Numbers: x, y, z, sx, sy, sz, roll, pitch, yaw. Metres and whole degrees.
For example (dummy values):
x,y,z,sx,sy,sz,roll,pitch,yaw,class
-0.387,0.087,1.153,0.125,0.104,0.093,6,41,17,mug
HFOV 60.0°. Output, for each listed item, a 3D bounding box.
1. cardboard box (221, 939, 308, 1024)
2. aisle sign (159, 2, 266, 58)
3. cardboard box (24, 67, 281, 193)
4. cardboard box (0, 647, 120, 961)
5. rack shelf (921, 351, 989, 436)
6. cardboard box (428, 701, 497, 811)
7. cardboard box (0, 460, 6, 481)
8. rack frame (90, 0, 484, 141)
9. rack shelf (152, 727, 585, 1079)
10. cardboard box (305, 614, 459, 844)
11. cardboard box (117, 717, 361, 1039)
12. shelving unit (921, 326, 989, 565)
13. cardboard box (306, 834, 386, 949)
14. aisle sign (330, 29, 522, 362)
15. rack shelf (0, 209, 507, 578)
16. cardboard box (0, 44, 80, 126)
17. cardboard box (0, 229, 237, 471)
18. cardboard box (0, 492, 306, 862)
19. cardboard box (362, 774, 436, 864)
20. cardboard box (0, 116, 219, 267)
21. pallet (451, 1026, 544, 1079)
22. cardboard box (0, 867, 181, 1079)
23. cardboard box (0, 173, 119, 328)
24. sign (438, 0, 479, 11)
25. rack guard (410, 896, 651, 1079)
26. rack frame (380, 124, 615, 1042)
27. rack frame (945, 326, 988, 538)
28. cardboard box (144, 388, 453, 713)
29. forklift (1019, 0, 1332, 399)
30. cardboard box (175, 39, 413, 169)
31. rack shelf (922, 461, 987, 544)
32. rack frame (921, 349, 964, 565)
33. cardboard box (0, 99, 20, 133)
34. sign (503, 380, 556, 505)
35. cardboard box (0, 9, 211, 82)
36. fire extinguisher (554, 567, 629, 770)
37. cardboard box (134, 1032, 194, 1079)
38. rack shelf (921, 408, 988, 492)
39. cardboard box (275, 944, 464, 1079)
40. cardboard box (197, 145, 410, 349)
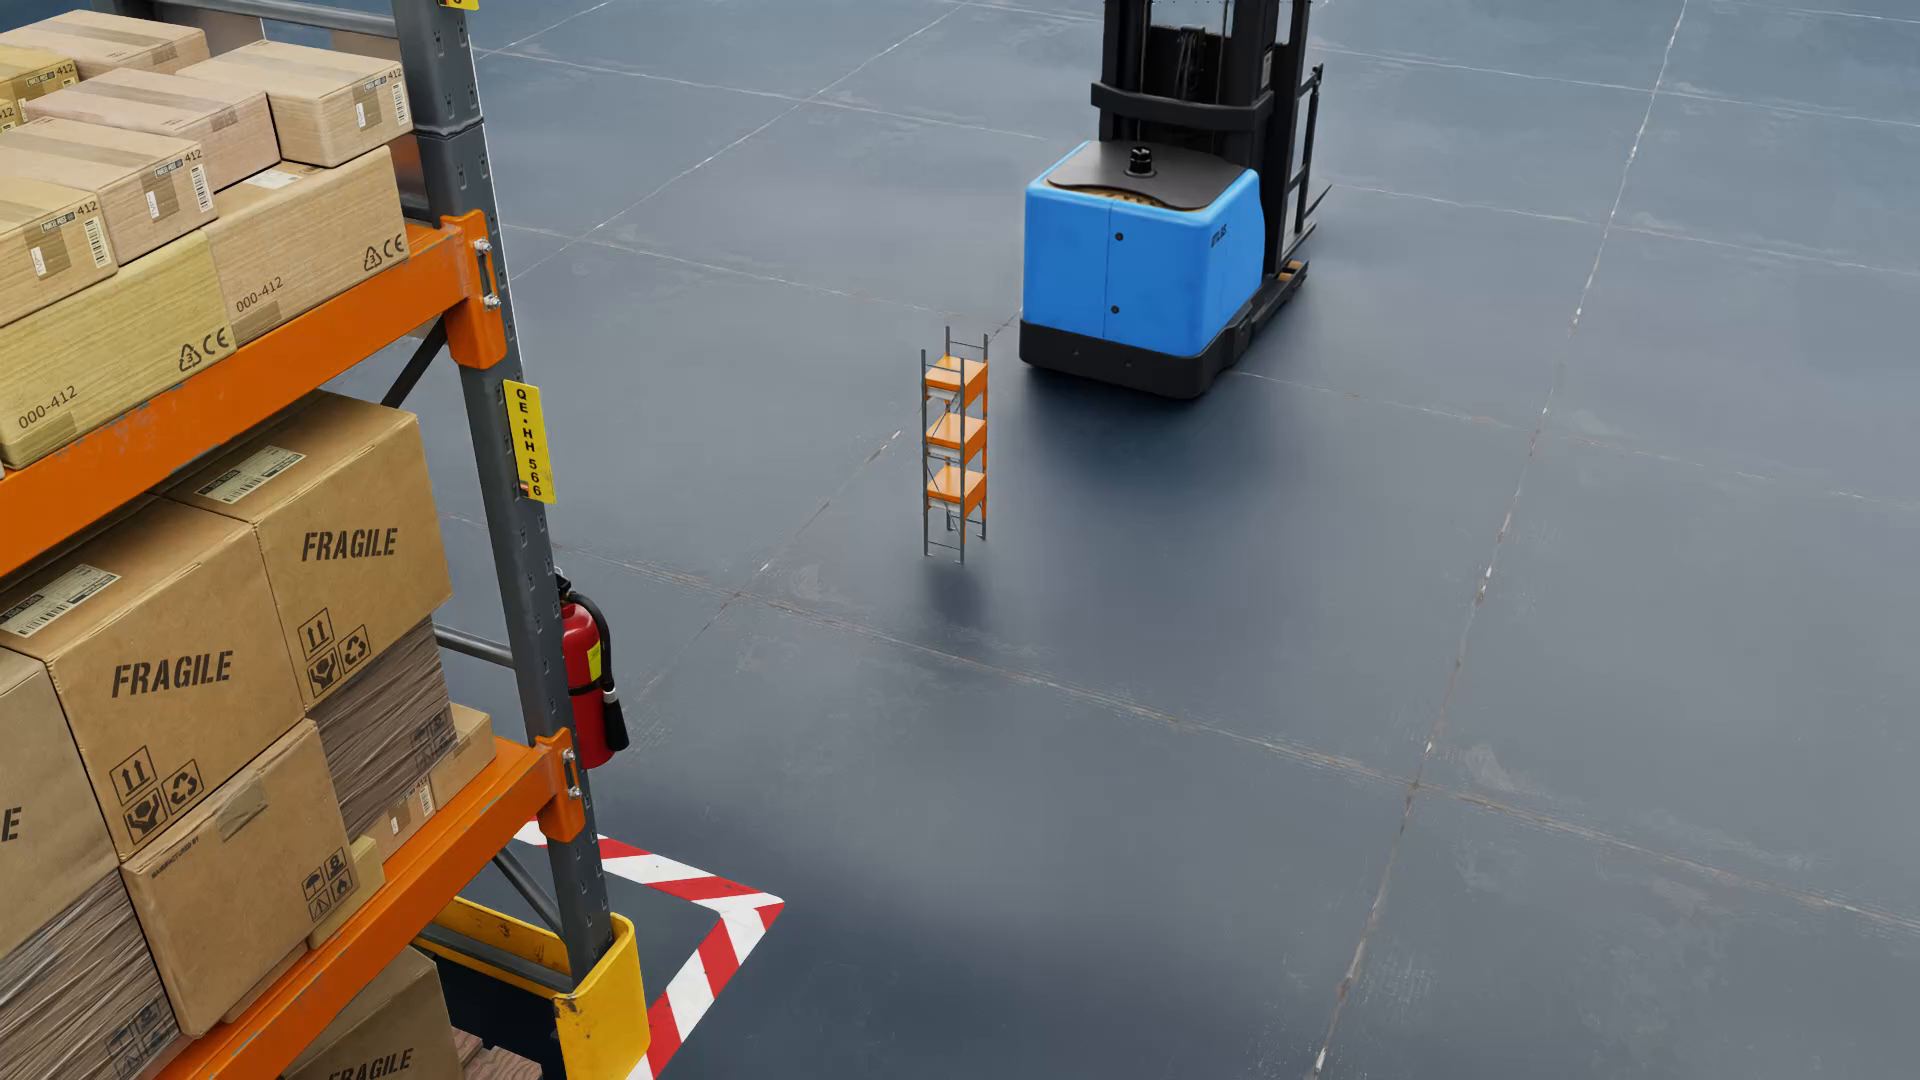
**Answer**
x,y,z,sx,sy,sz,roll,pitch,yaw,class
-1.750,0.921,3.839,0.380,0.149,0.250,14,36,20,cardboard box
-1.783,-0.942,4.080,0.394,0.787,0.004,14,36,20,aisle sign
-1.585,-0.801,3.274,0.380,0.149,0.250,13,35,19,cardboard box
-1.958,0.490,2.993,0.500,0.500,0.500,14,36,20,cardboard box
-0.022,-0.641,7.272,0.215,0.259,0.240,14,36,20,rack shelf
-1.469,0.539,4.421,0.380,0.149,0.250,14,36,20,cardboard box
-1.936,-0.146,2.638,0.500,0.250,0.500,15,36,22,cardboard box
-1.537,-2.264,2.996,1.000,3.000,0.127,14,36,20,rack frame
-2.374,1.542,3.319,1.077,0.370,4.000,14,36,20,rack shelf
-1.792,0.346,4.124,0.875,0.500,0.500,14,36,20,cardboard box
-1.892,0.623,3.702,0.875,0.500,0.500,14,36,20,cardboard box
-0.022,-0.412,7.421,0.215,1.050,0.252,14,36,20,shelving unit
-1.632,0.800,4.024,0.380,0.149,0.250,14,36,20,cardboard box
-1.238,-0.804,3.870,0.394,0.787,0.004,14,36,20,aisle sign
-2.374,0.287,2.497,1.077,0.370,4.000,14,36,20,rack shelf
-2.058,-0.923,3.459,0.380,0.149,0.250,15,36,22,cardboard box
-1.714,-0.399,3.024,0.500,0.250,0.500,14,36,21,cardboard box
-1.746,0.241,3.372,0.500,0.500,0.500,14,36,20,cardboard box
-1.574,0.664,4.232,0.380,0.149,0.250,14,36,20,cardboard box
-1.600,-0.640,3.027,0.380,0.149,0.250,13,35,18,cardboard box
-1.941,1.845,4.743,1.003,0.211,1.213,14,36,20,pallet
-2.141,0.862,3.338,0.875,0.500,0.500,14,36,20,cardboard box
-1.683,-0.509,2.828,0.380,0.149,0.250,14,36,21,cardboard box
-1.041,-1.242,3.366,0.100,0.325,0.005,14,36,20,sign
-1.569,1.328,5.269,1.175,0.500,0.348,14,36,20,rack guard
-1.537,0.245,4.641,1.000,3.000,0.127,14,36,20,rack frame
0.029,-0.473,7.514,0.200,1.050,0.008,14,36,20,rack frame
-1.543,-0.009,3.754,0.500,0.500,0.500,14,36,20,cardboard box
1.453,-2.756,9.281,1.130,2.935,3.031,16,36,23,forklift
-1.370,-0.904,3.430,0.380,0.149,0.250,14,36,20,cardboard box
-0.022,-0.171,7.580,0.215,0.259,0.240,14,36,20,rack shelf
-0.073,-0.352,7.329,0.200,1.050,0.008,14,36,20,rack frame
-2.052,-0.768,3.224,0.380,0.149,0.250,14,36,20,cardboard box
-1.041,-0.234,4.027,0.100,0.325,0.005,14,36,20,sign
-1.862,-1.029,3.622,0.380,0.149,0.250,14,36,20,cardboard box
-1.070,0.326,4.588,0.296,0.674,0.183,14,36,20,fire extinguisher
-1.892,1.036,3.664,0.380,0.149,0.250,14,36,20,cardboard box
-0.022,-0.404,7.427,0.215,0.259,0.240,14,36,20,rack shelf
-1.813,1.422,4.743,0.500,0.500,0.500,21,39,29,cardboard box
-1.508,-0.648,3.405,0.500,0.250,0.500,15,36,22,cardboard box
